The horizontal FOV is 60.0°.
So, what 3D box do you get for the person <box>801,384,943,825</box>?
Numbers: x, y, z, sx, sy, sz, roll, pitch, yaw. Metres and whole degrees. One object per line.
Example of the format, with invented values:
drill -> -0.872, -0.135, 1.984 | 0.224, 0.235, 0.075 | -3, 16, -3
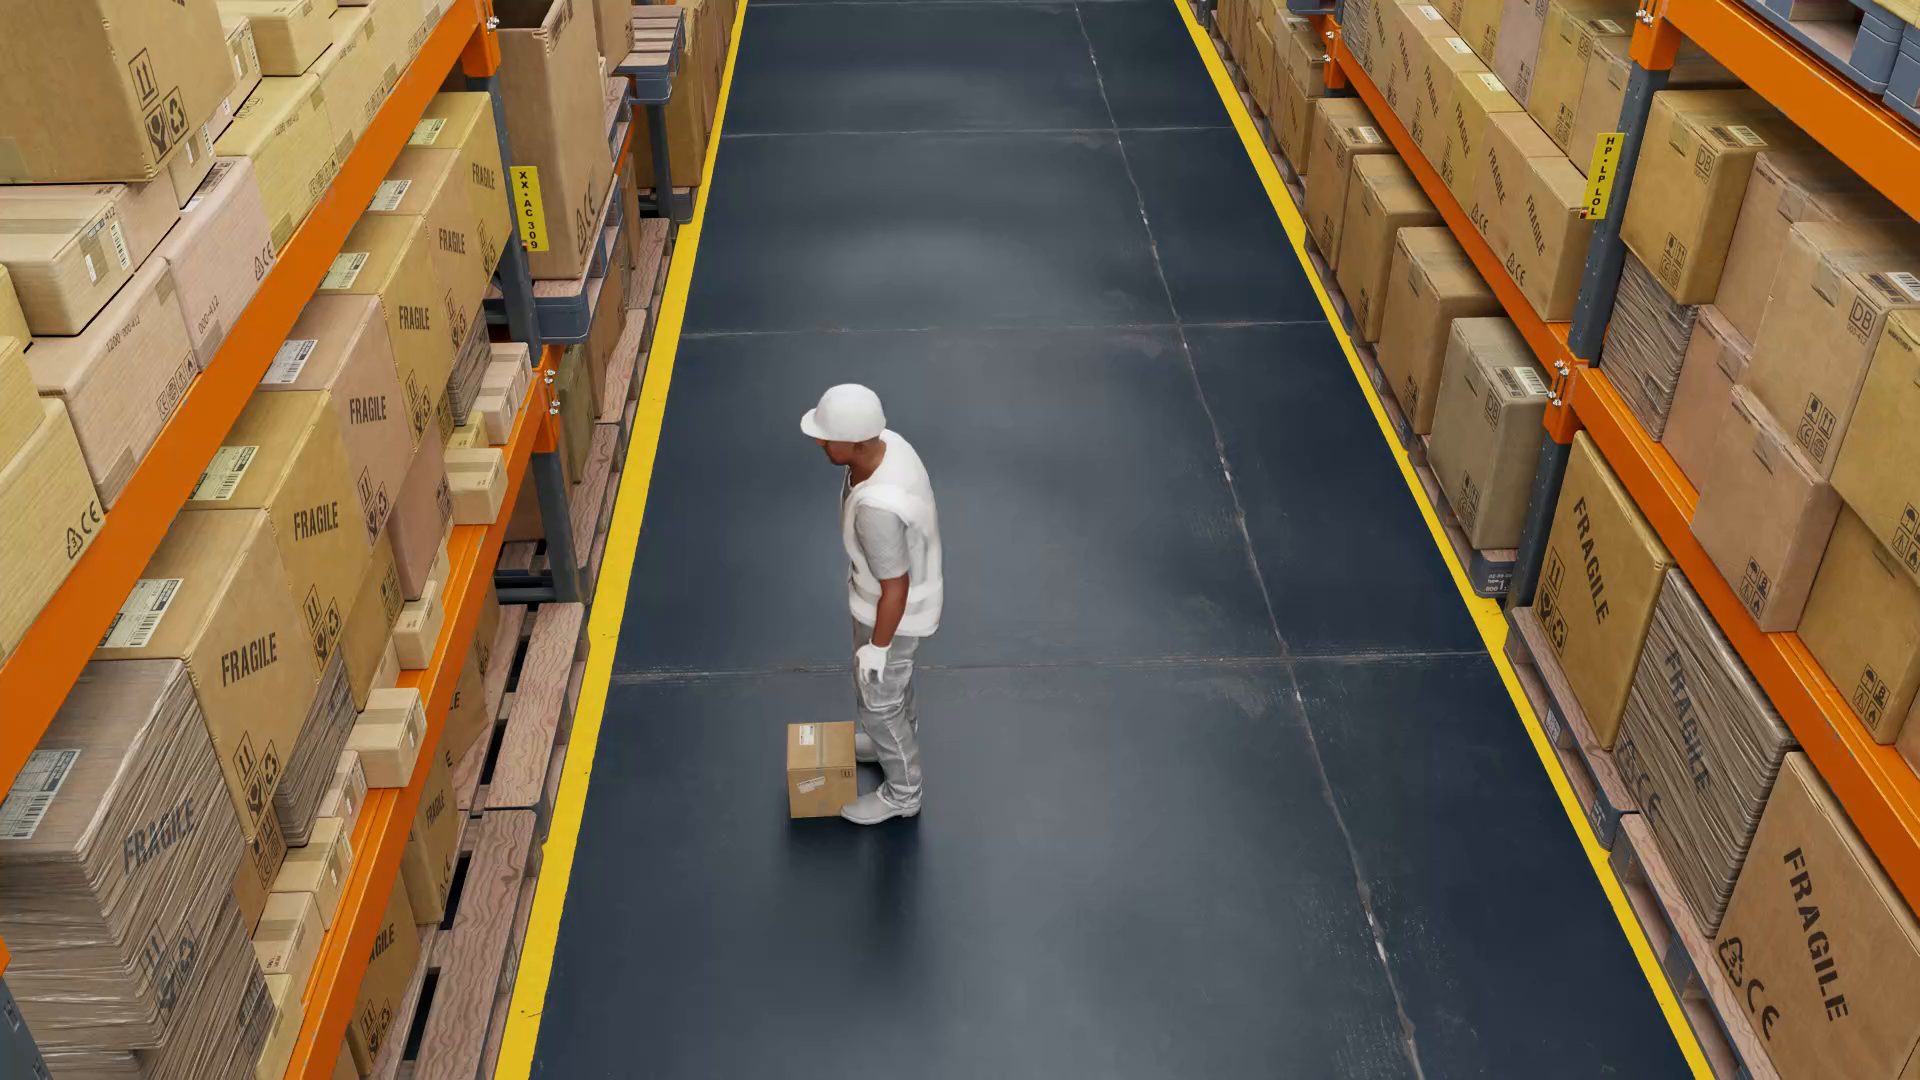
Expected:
person -> -0.289, 0.222, 5.817 | 0.453, 1.774, 0.622 | -2, 35, -3
